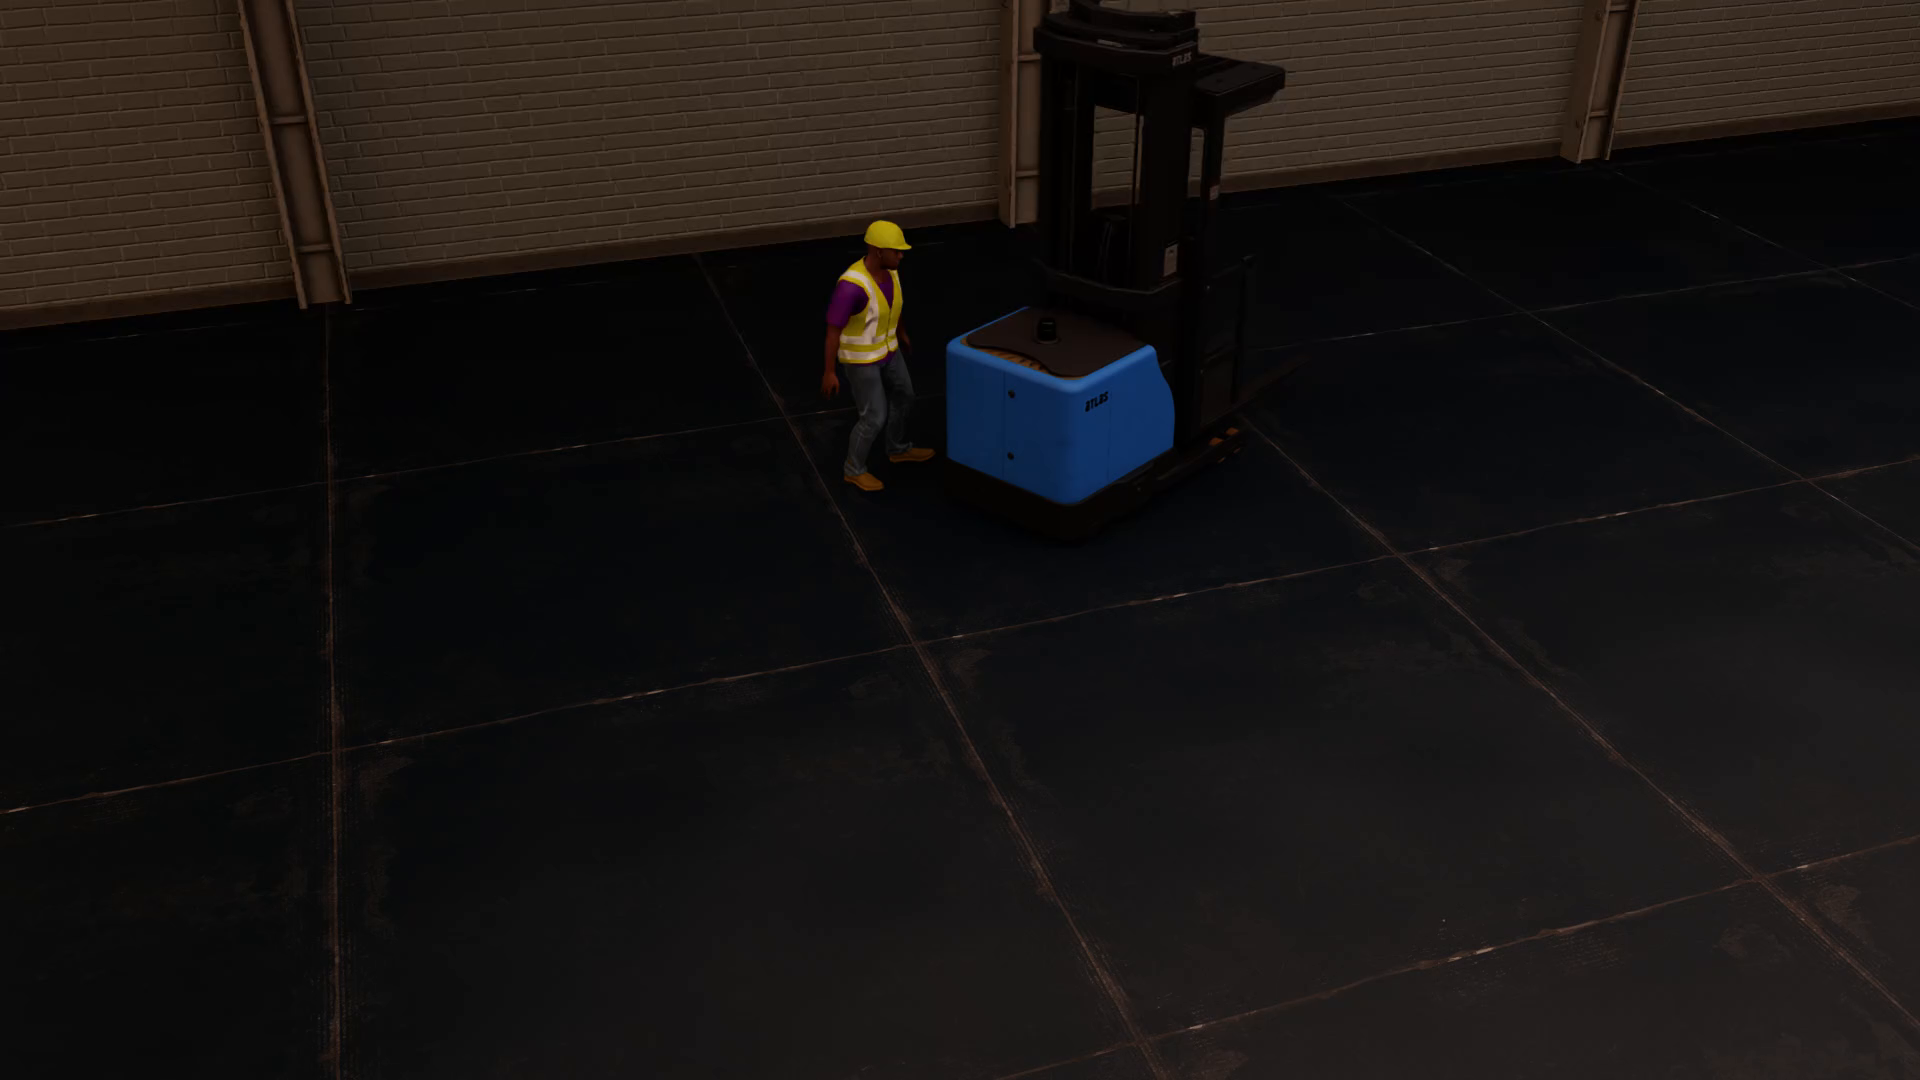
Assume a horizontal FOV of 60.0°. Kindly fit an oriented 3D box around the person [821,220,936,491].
[{"bbox_3d":[-0.503,-1.148,10.285,0.442,1.733,0.869,16,33,25],"label":"person"}]

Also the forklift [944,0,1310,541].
[{"bbox_3d":[1.249,-1.922,10.427,1.130,2.935,3.031,24,37,35],"label":"forklift"}]
